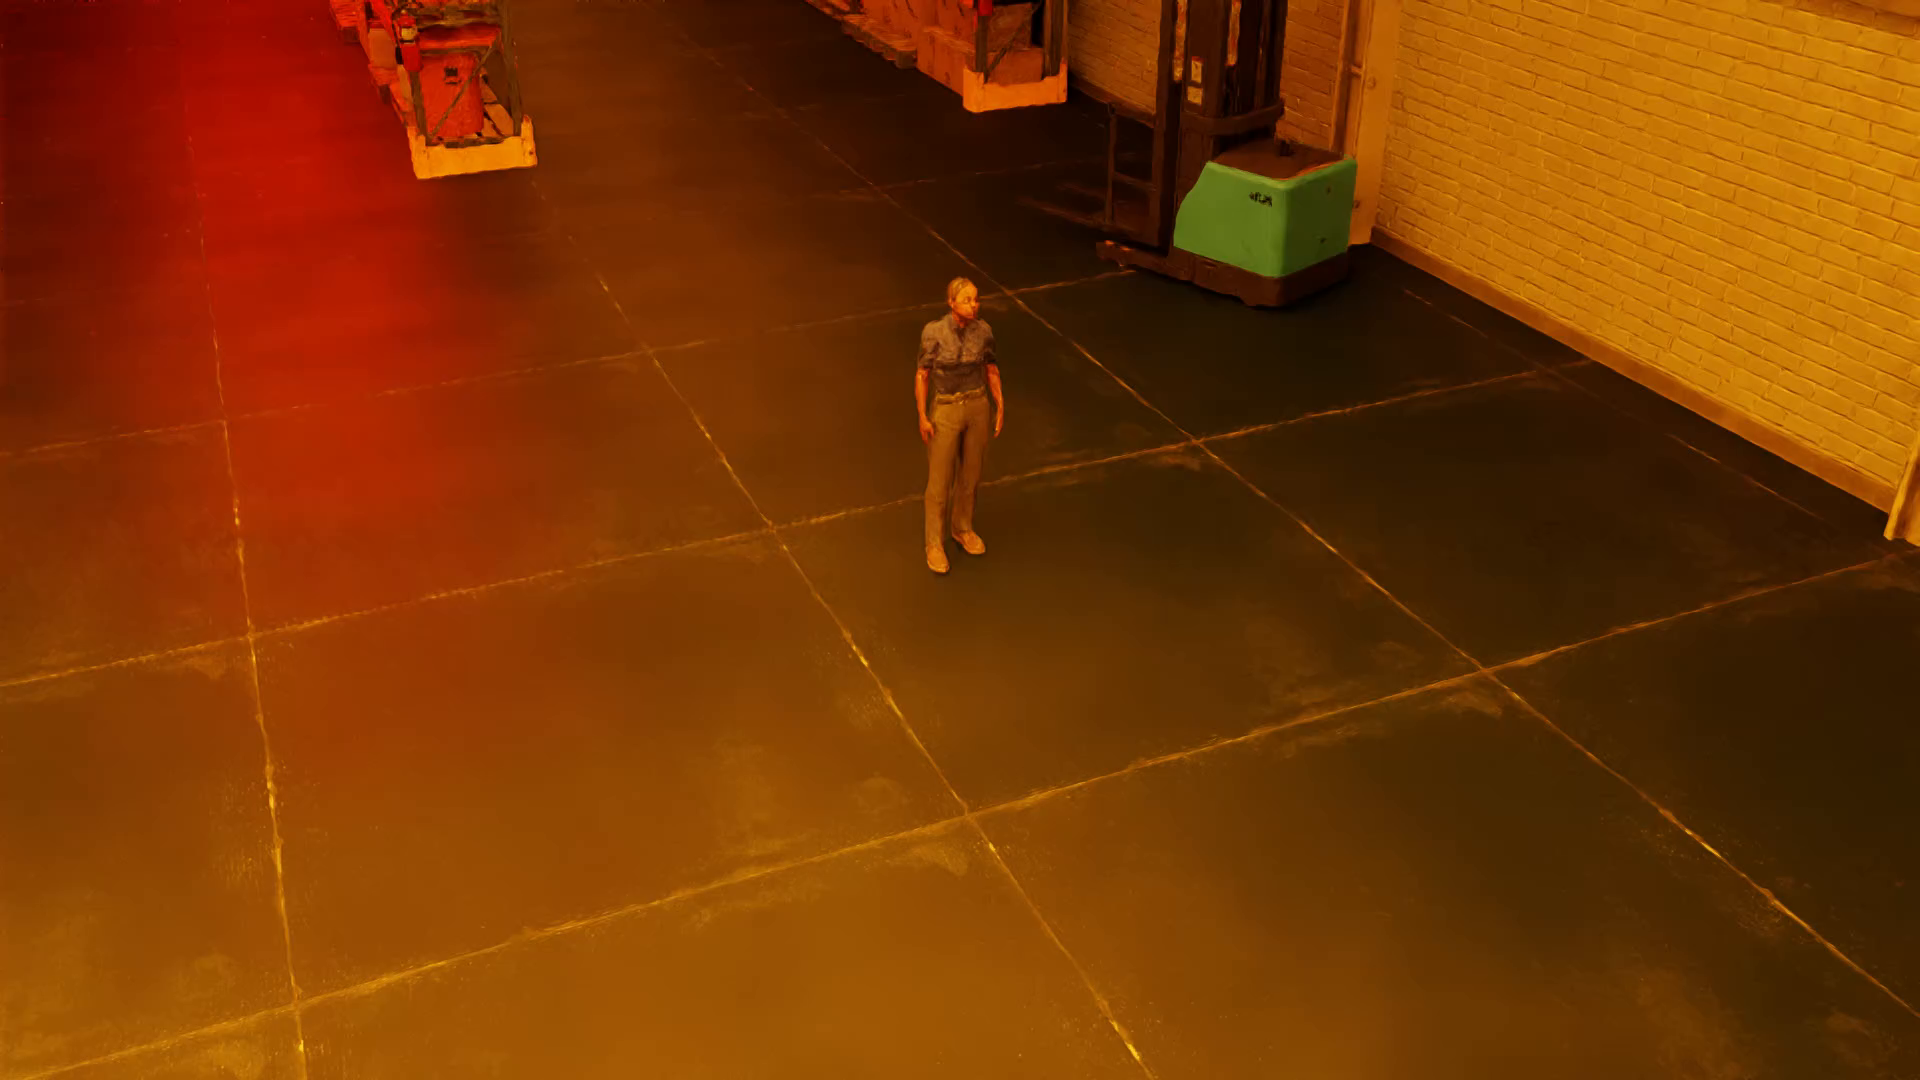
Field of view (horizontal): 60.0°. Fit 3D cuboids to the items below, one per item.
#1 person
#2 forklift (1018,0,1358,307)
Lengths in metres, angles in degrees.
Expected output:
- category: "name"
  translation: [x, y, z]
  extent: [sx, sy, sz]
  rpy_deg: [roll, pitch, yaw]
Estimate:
- category: "person"
  translation: [0.017, -0.680, 9.582]
  extent: [0.570, 1.654, 0.503]
  rpy_deg: [-12, 32, -20]
- category: "forklift"
  translation: [1.810, -3.754, 13.686]
  extent: [1.130, 2.935, 3.031]
  rpy_deg: [-25, 38, -37]
